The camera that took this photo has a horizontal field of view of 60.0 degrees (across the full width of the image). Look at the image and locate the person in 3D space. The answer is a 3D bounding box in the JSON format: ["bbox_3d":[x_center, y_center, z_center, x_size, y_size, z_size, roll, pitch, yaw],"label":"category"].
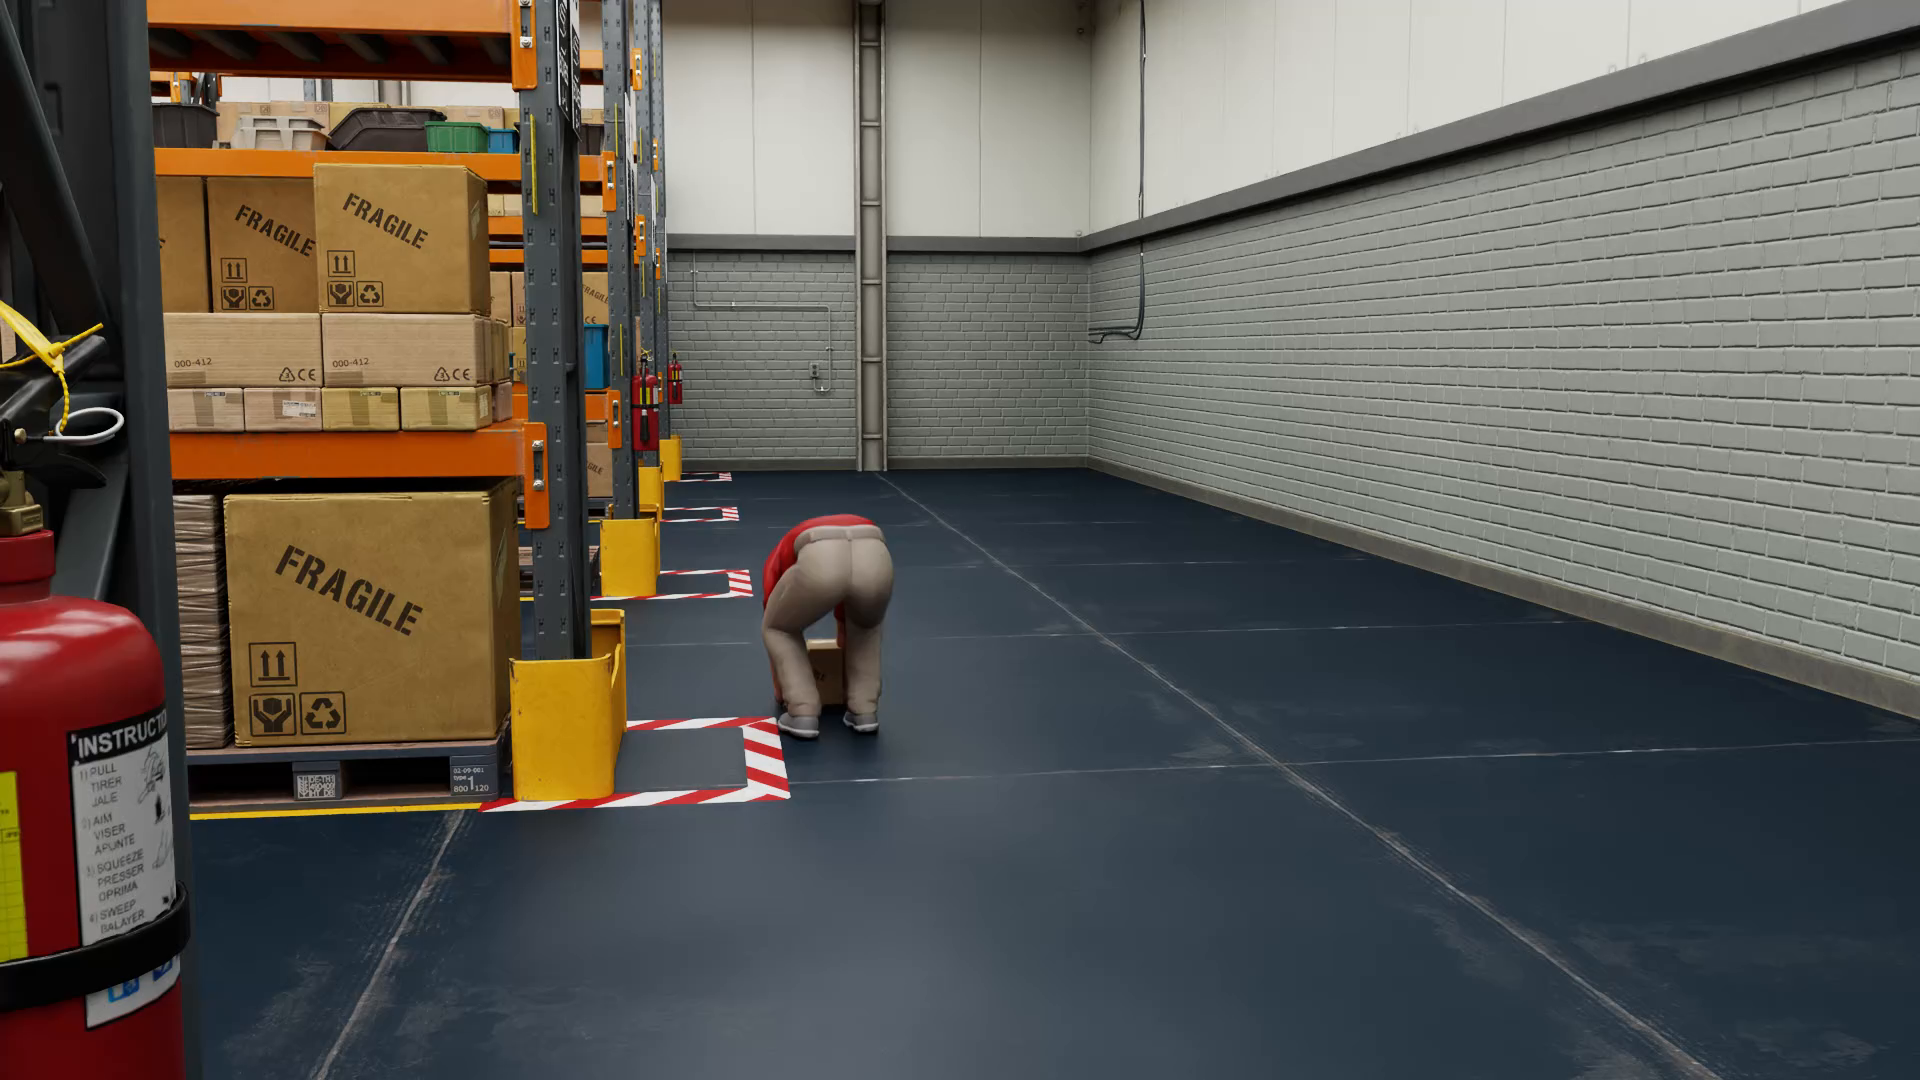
[{"bbox_3d":[-0.585,0.329,7.036,0.533,0.907,0.955,-2,7,-18],"label":"person"}]
